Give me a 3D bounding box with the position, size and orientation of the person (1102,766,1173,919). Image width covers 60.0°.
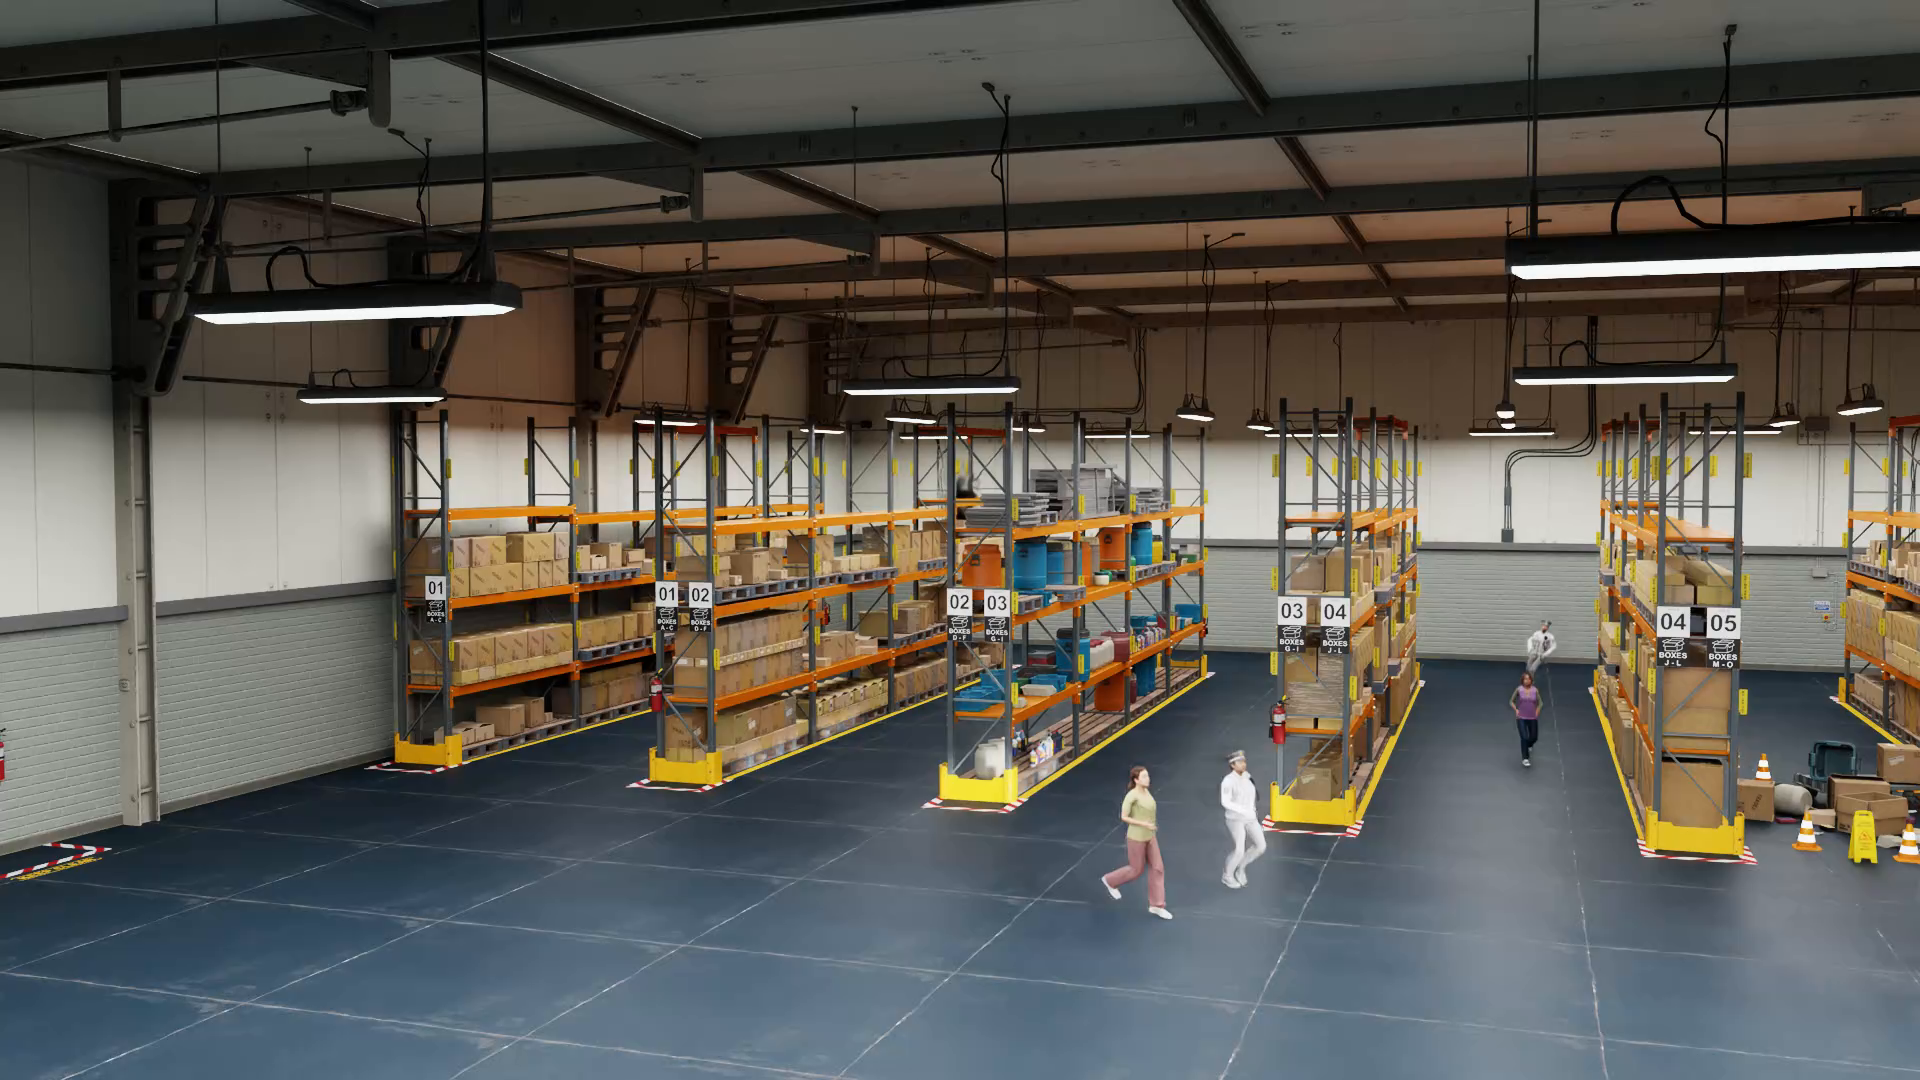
[{"bbox_3d":[2.010,3.369,18.718,0.922,1.672,0.579,2,3,42],"label":"person"}]

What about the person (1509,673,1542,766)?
[{"bbox_3d":[9.576,3.018,28.150,0.536,1.547,0.567,0,2,10],"label":"person"}]

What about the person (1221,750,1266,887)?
[{"bbox_3d":[3.367,3.318,19.812,0.627,1.656,0.575,-2,3,-38],"label":"person"}]

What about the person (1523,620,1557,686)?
[{"bbox_3d":[13.126,2.587,37.679,0.523,1.585,0.762,-2,3,-44],"label":"person"}]
